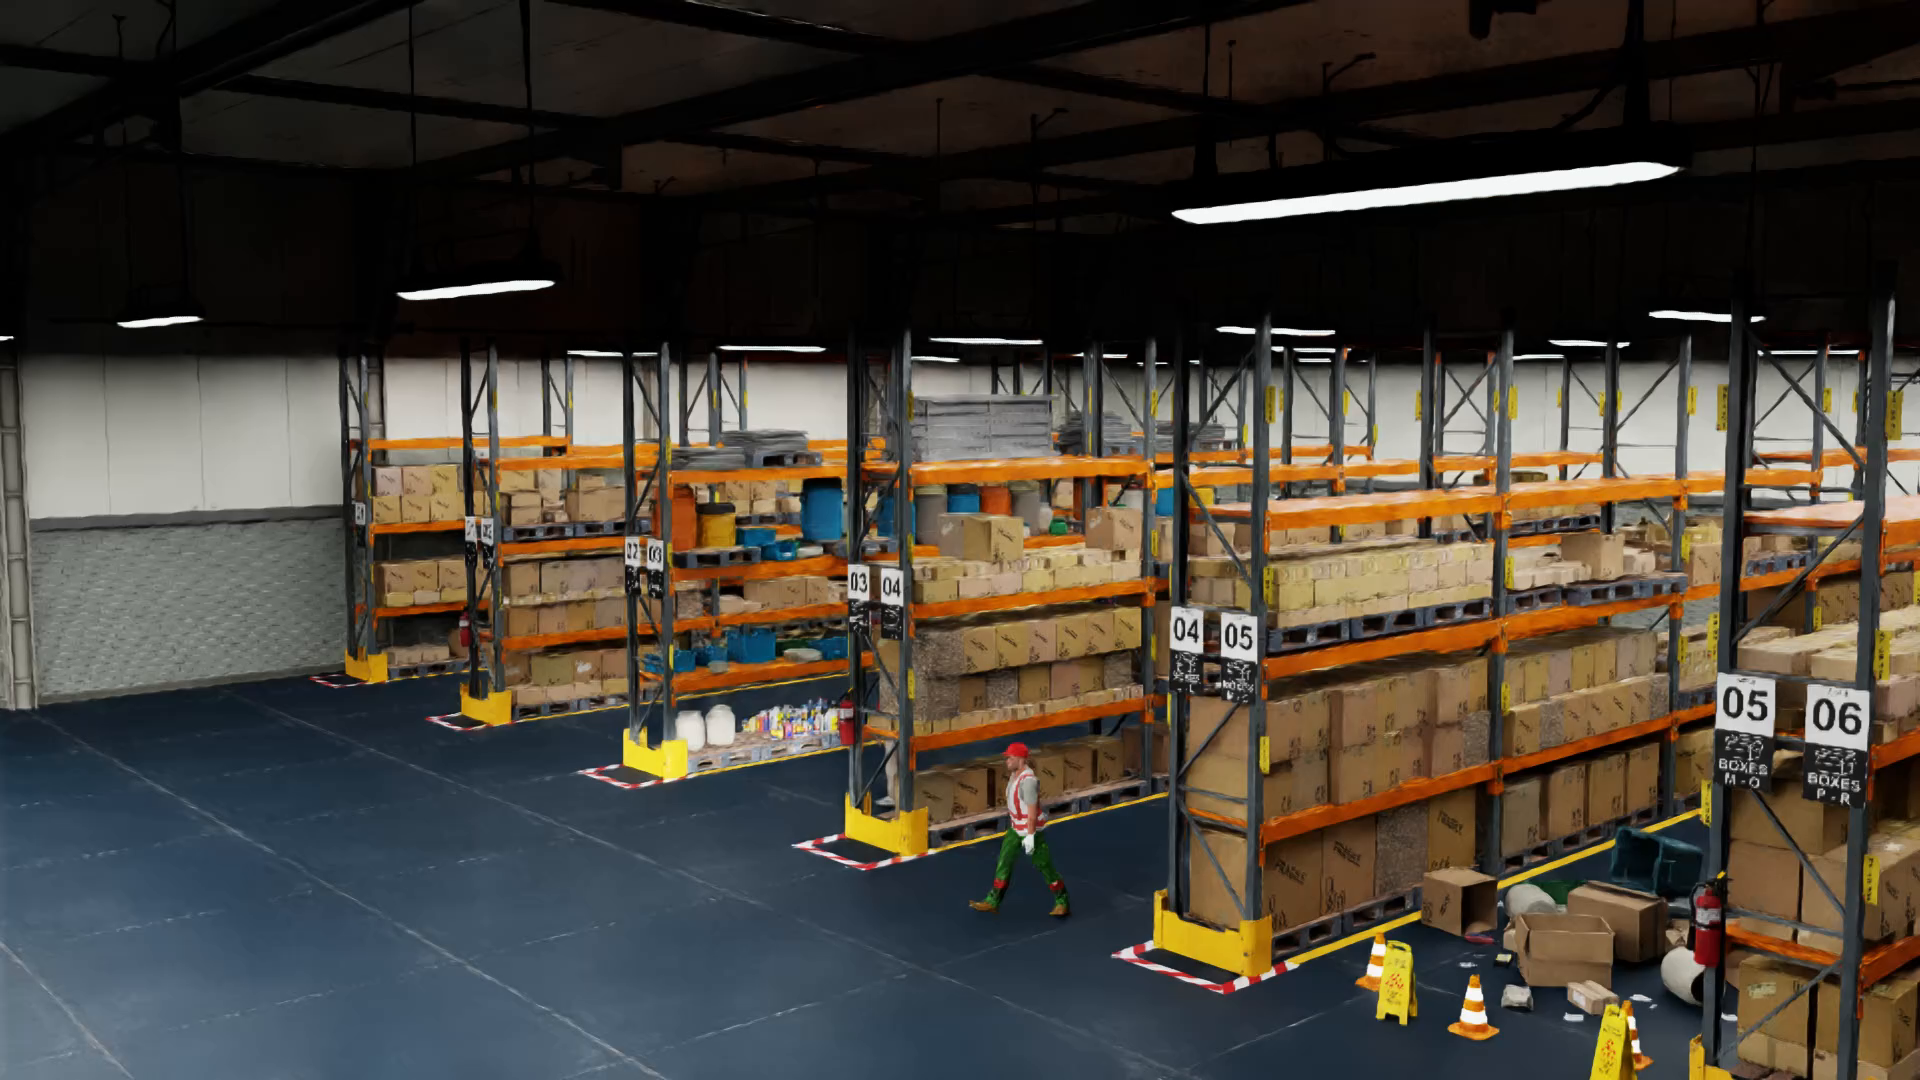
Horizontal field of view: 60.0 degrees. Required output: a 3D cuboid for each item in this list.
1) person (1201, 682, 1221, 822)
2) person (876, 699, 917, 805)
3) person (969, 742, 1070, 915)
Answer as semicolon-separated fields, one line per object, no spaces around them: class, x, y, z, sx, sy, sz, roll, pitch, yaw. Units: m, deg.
person;3.031;2.542;19.359;0.447;1.780;0.597;2;5;19
person;-0.748;2.423;20.875;0.655;1.721;0.580;-1;5;-14
person;0.603;2.838;16.333;0.964;1.744;0.593;-2;5;-19
